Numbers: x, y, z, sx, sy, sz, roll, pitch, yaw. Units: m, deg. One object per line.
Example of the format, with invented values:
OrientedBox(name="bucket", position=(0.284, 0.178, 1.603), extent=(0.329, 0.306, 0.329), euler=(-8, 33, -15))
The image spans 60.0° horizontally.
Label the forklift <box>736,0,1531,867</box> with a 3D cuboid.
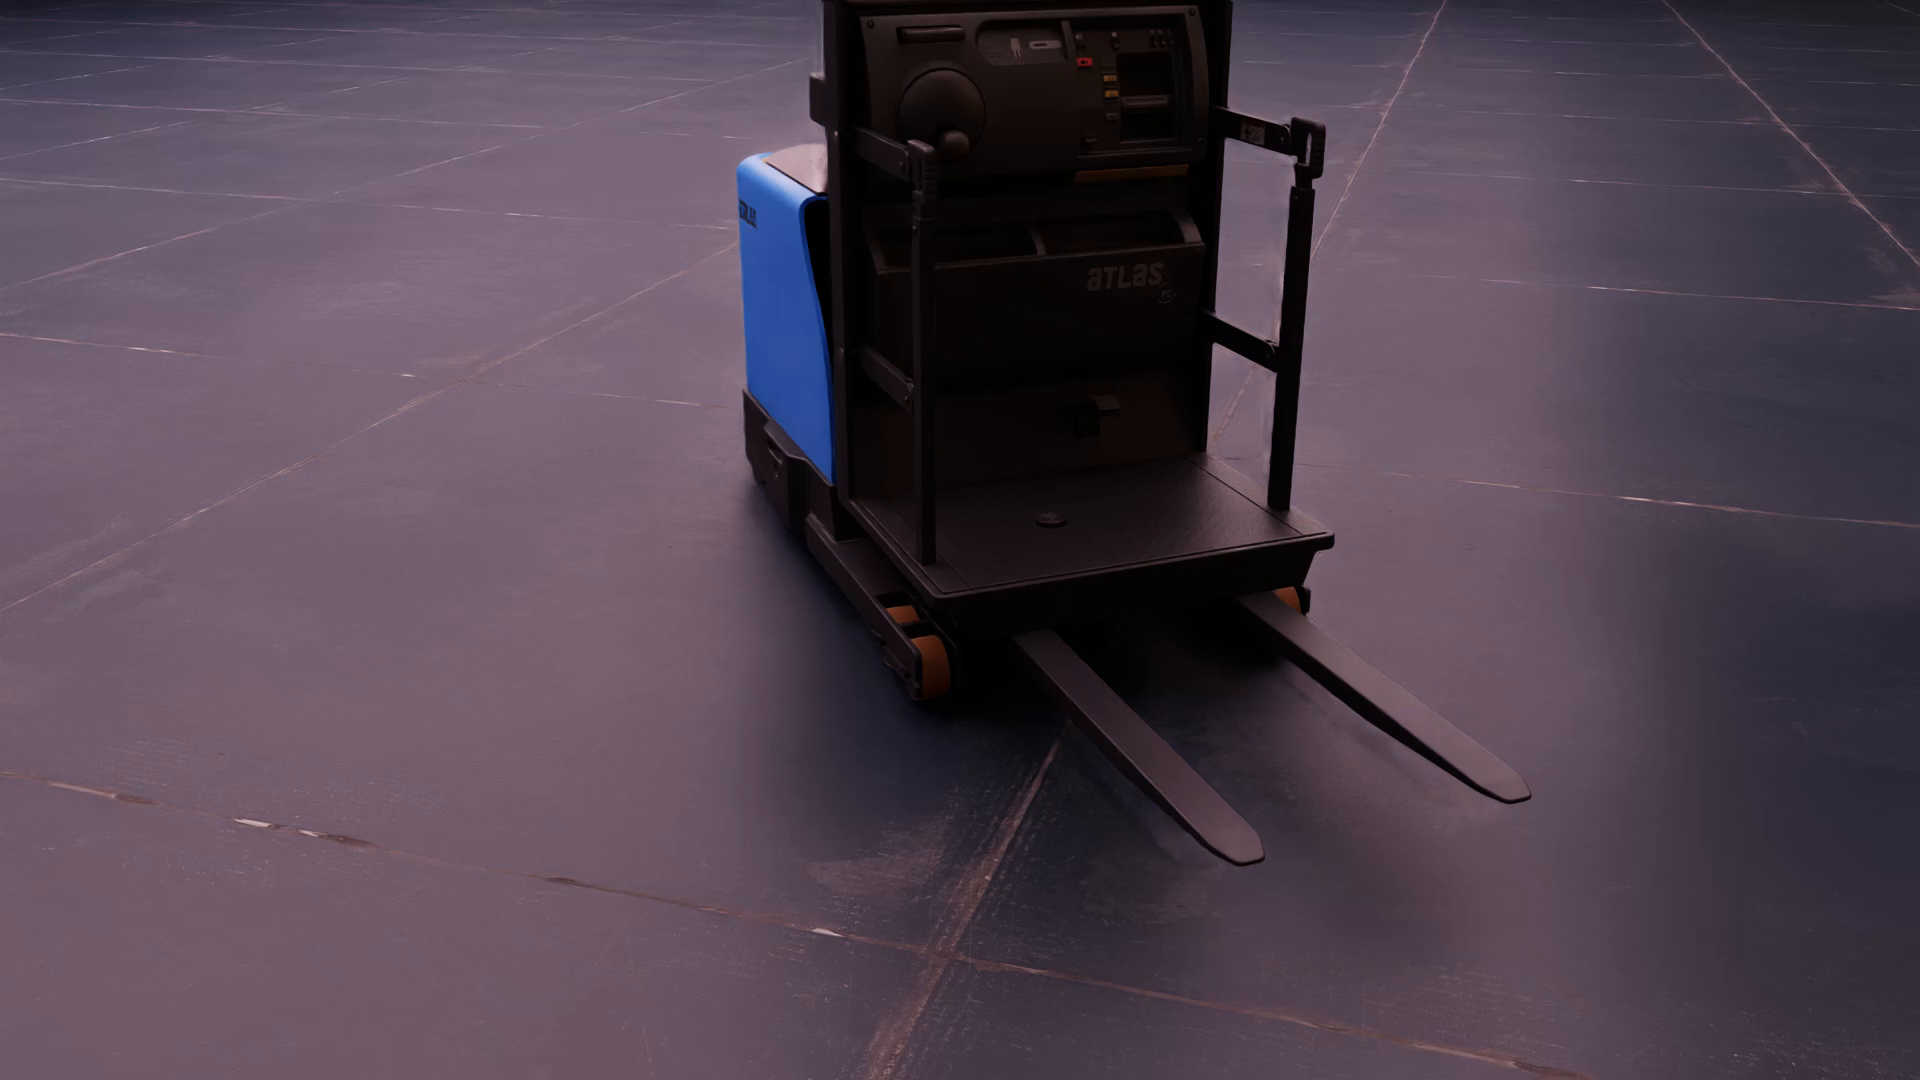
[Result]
OrientedBox(name="forklift", position=(0.280, -1.132, 4.022), extent=(1.130, 2.935, 3.031), euler=(-8, 24, -19))
